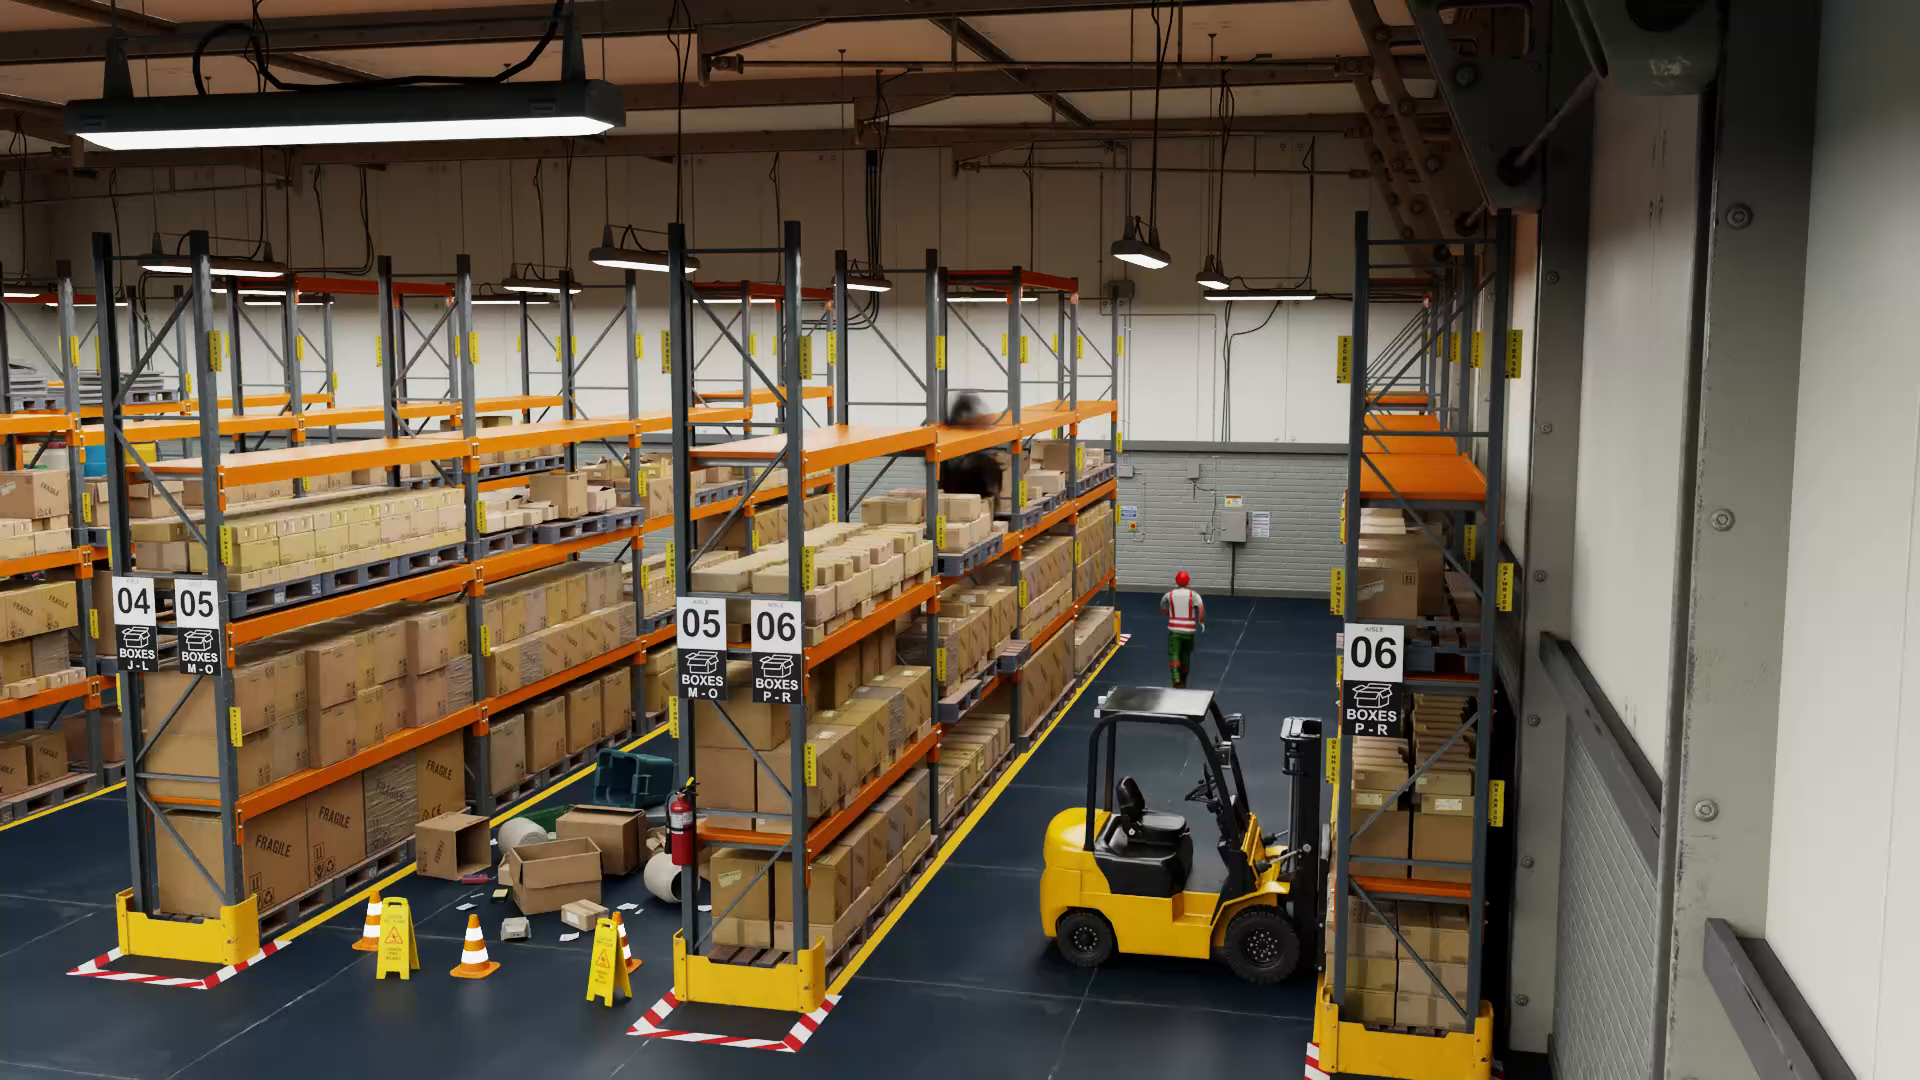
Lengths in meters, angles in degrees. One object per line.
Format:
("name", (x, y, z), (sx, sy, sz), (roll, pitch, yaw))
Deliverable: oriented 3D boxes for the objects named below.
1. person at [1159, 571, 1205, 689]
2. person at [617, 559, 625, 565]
("person", (3.196, 1.324, 24.014), (0.661, 1.769, 0.993), (1, 7, 7))
("person", (-5.339, 1.159, 26.261), (0.597, 1.723, 0.697), (2, 7, 16))
